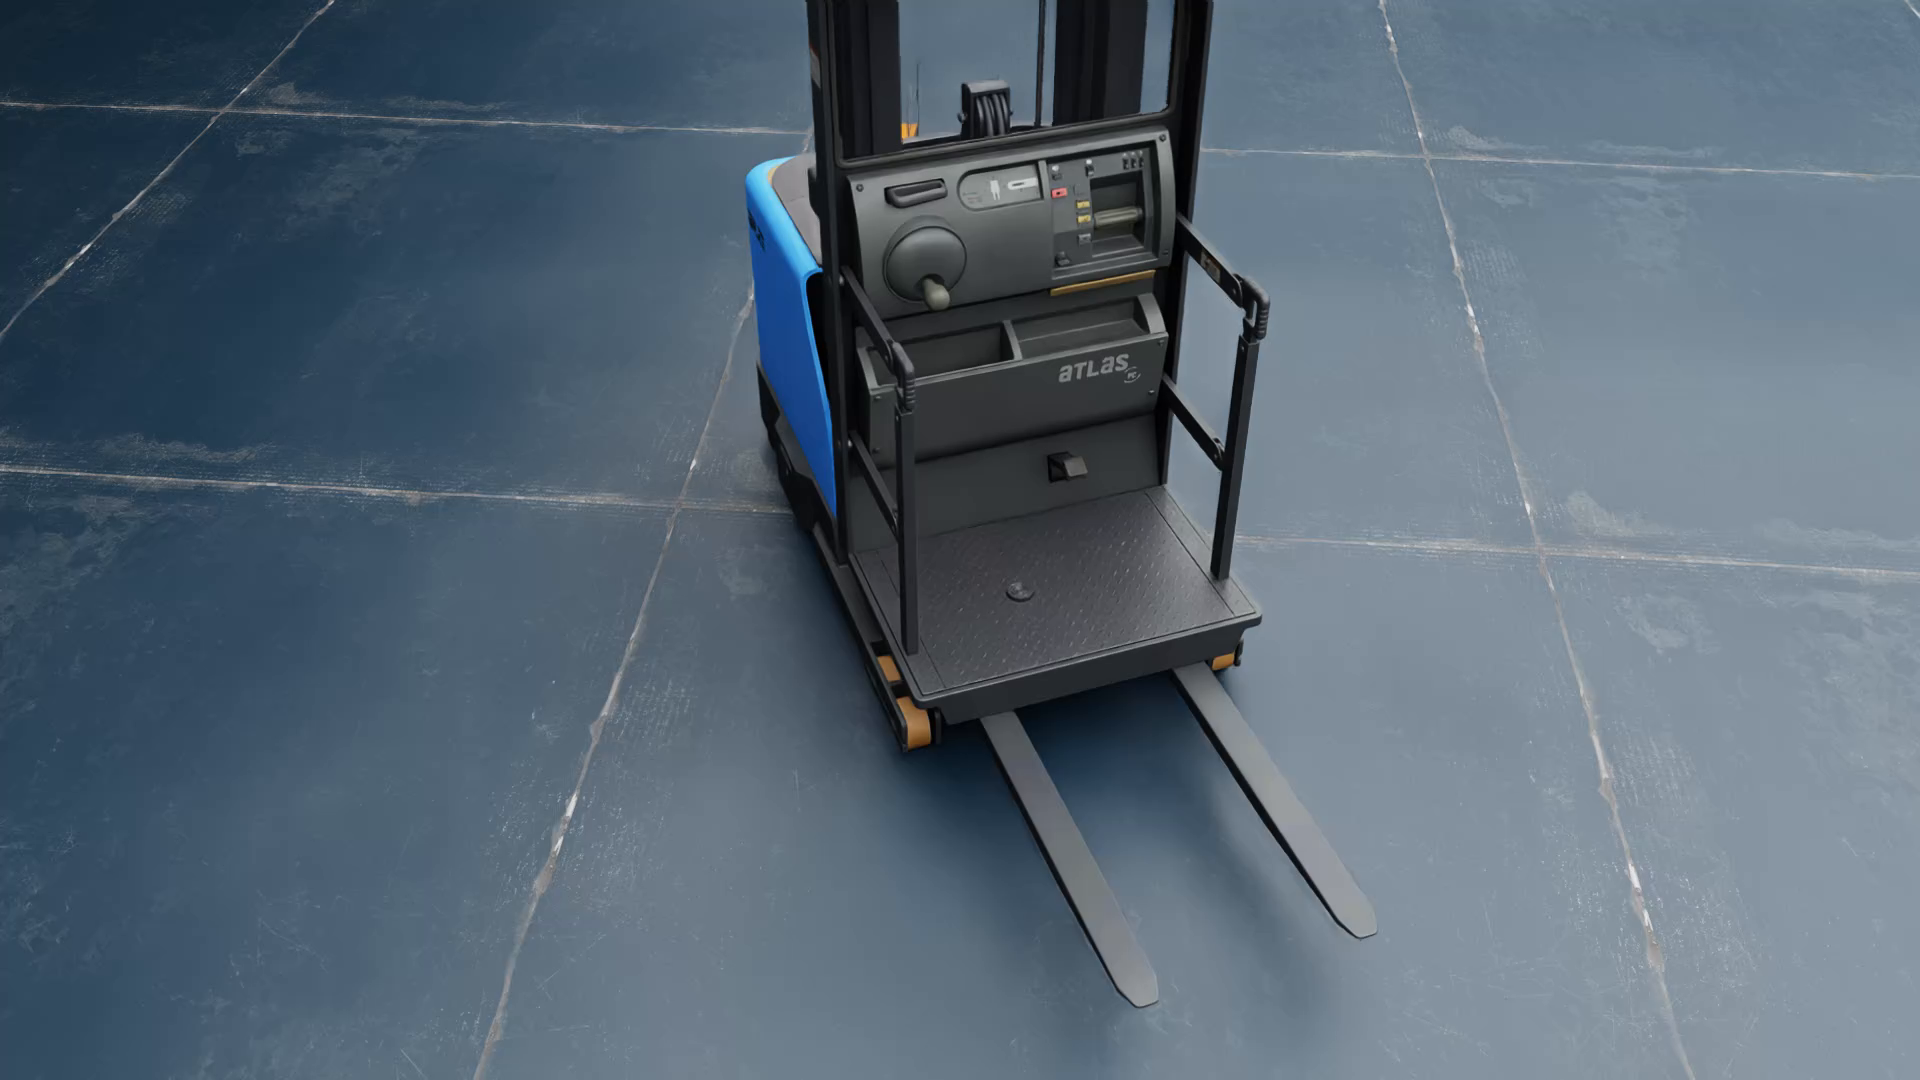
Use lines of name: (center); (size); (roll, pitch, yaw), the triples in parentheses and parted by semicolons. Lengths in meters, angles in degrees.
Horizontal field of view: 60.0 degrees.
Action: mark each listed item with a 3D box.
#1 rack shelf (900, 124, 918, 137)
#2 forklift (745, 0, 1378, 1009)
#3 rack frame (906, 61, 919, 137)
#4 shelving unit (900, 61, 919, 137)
rack shelf: (-0.261, -1.424, 6.043); (0.180, 0.103, 0.258); (5, 38, 6)
forklift: (0.231, -0.806, 4.418); (1.130, 2.935, 3.031); (-13, 41, -15)
rack frame: (-0.171, -1.166, 6.224); (0.006, 1.200, 0.240); (5, 38, 6)
shelving unit: (-0.261, -1.174, 6.235); (0.189, 1.200, 0.258); (5, 38, 6)
